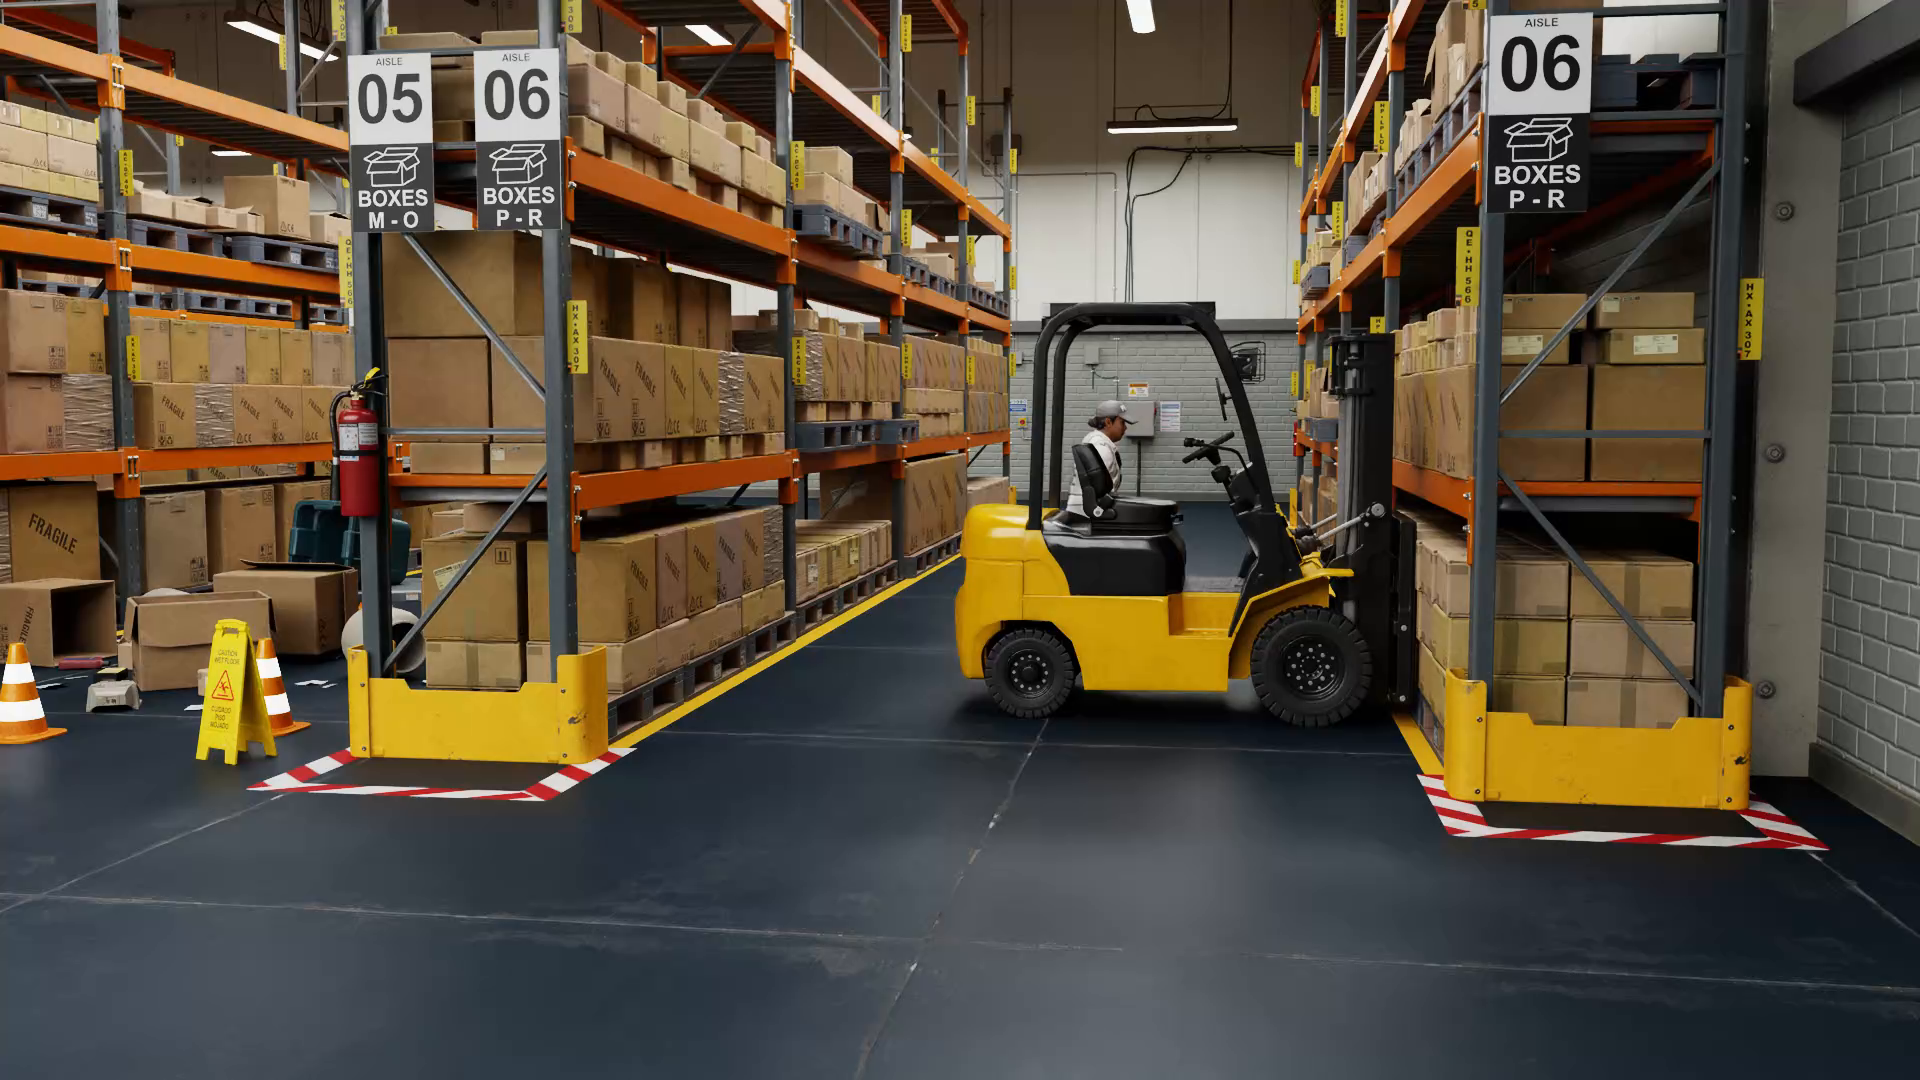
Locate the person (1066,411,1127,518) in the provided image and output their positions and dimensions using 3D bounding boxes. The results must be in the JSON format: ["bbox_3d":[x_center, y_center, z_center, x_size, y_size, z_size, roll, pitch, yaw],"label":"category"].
[{"bbox_3d":[0.876,-0.049,10.686,0.403,1.631,0.558,0,5,5],"label":"person"}]
